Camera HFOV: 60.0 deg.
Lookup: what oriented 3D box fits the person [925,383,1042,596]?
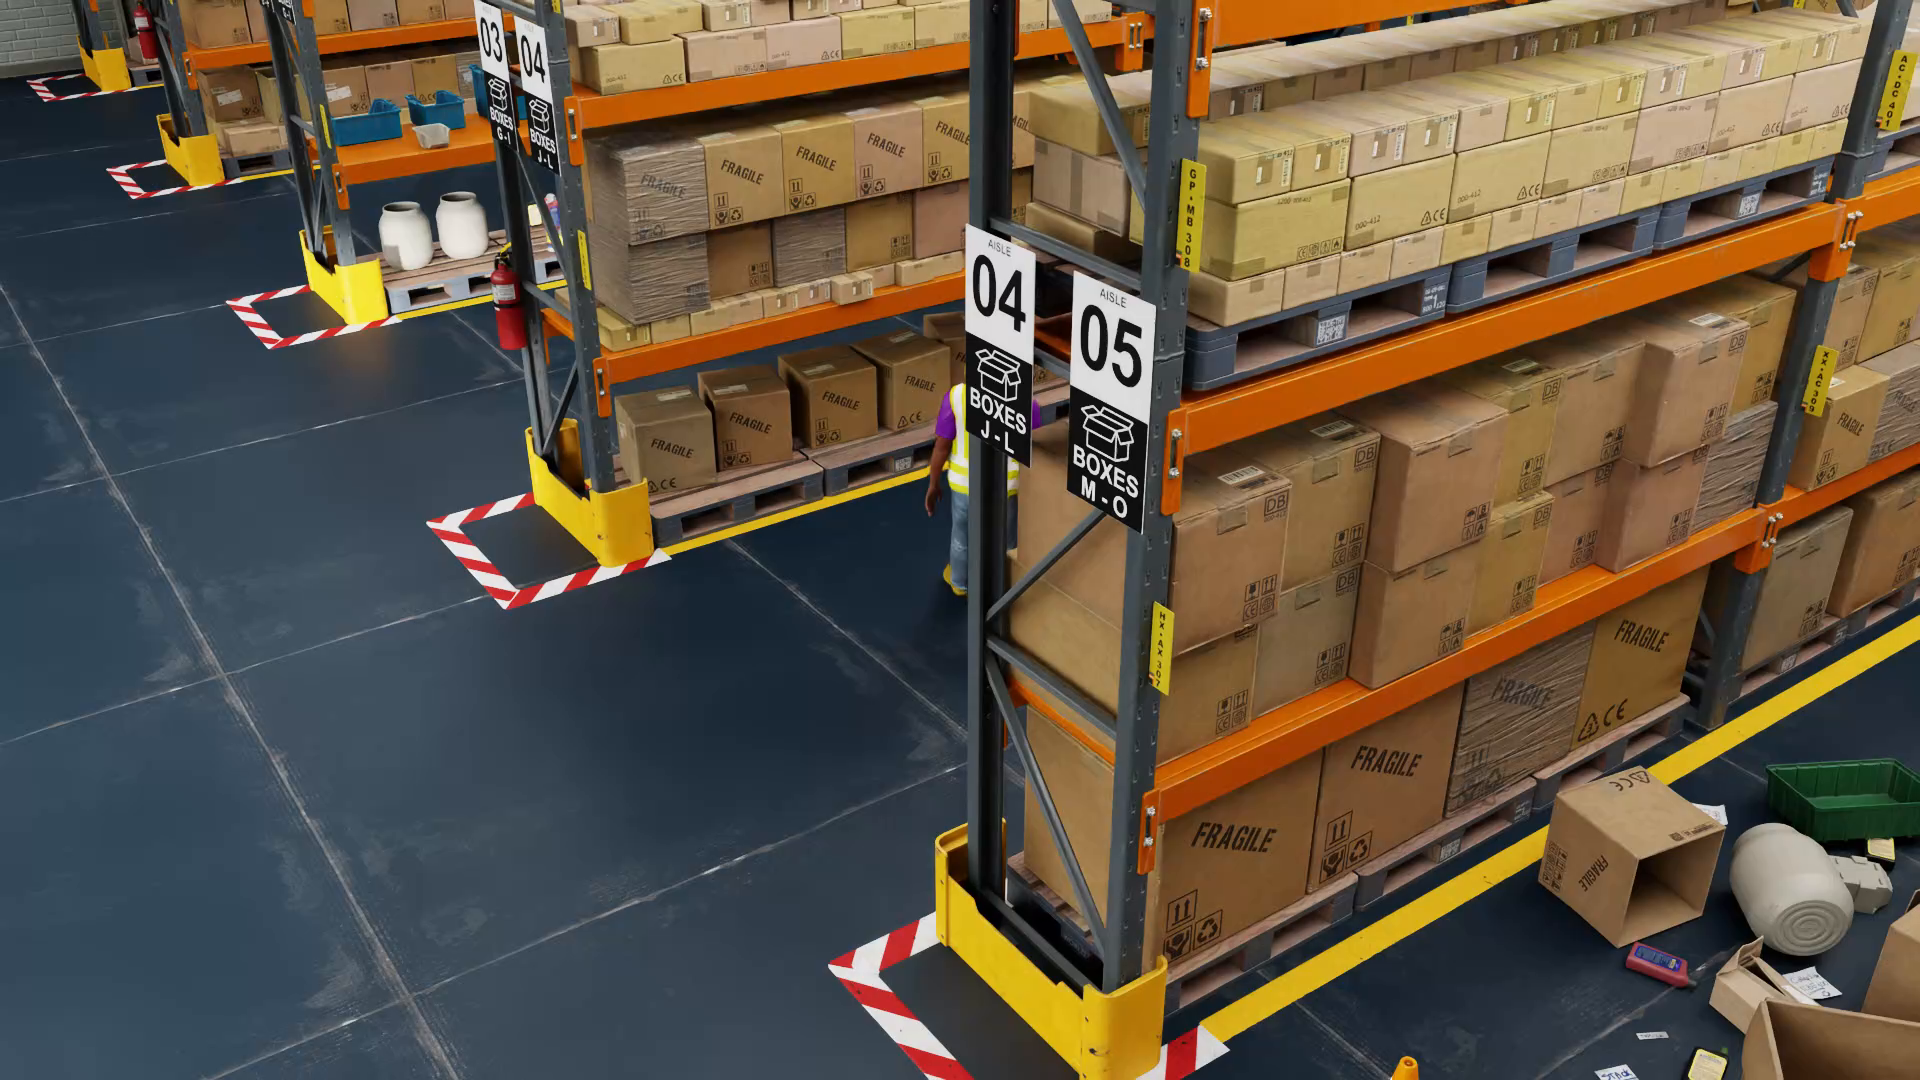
[{"bbox_3d":[0.152,-0.336,9.206,0.649,1.725,0.881,5,29,10],"label":"person"}]
